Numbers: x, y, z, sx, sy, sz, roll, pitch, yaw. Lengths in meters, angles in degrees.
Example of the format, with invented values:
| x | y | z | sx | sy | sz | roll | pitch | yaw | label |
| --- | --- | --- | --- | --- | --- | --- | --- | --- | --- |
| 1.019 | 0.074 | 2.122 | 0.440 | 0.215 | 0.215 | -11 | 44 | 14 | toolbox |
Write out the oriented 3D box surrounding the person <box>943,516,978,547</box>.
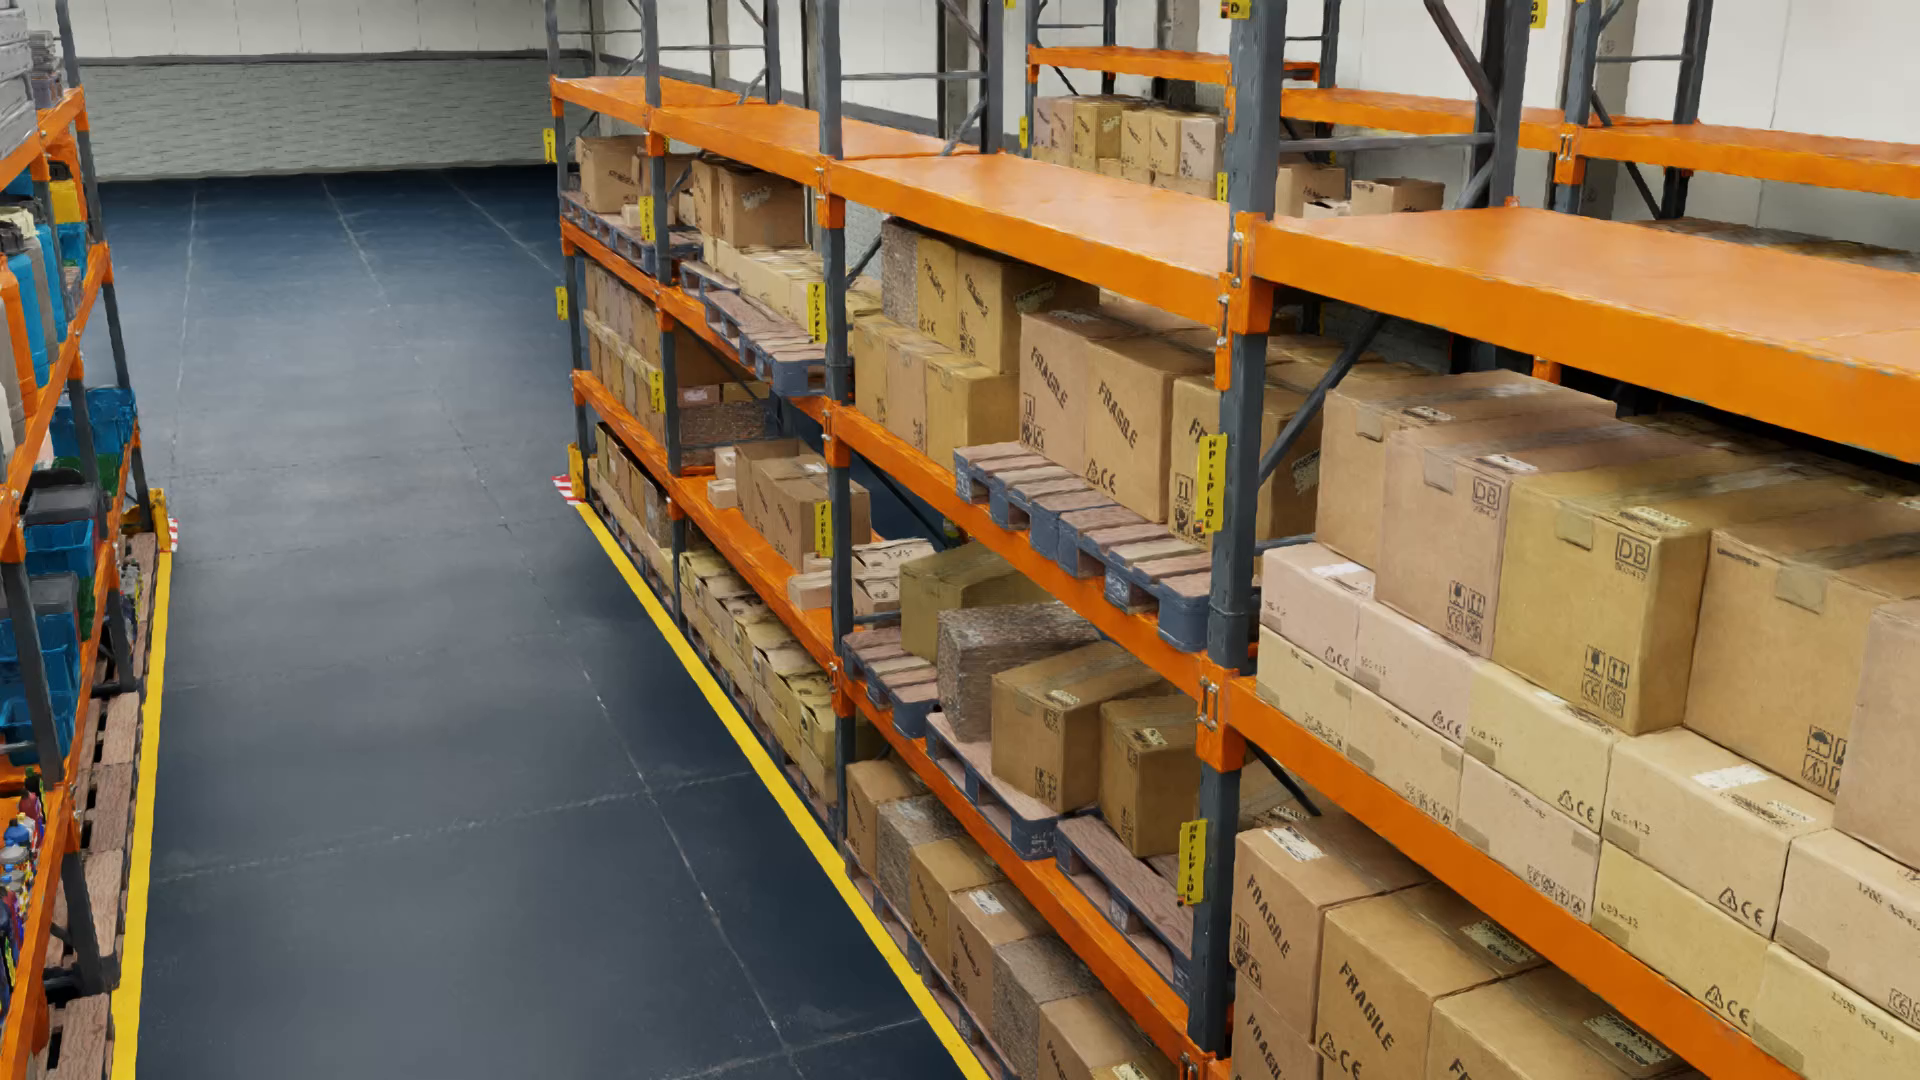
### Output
| x | y | z | sx | sy | sz | roll | pitch | yaw | label |
| --- | --- | --- | --- | --- | --- | --- | --- | --- | --- |
| 0.103 | -0.053 | 12.963 | 0.622 | 1.765 | 0.717 | 0 | 19 | 0 | person |
